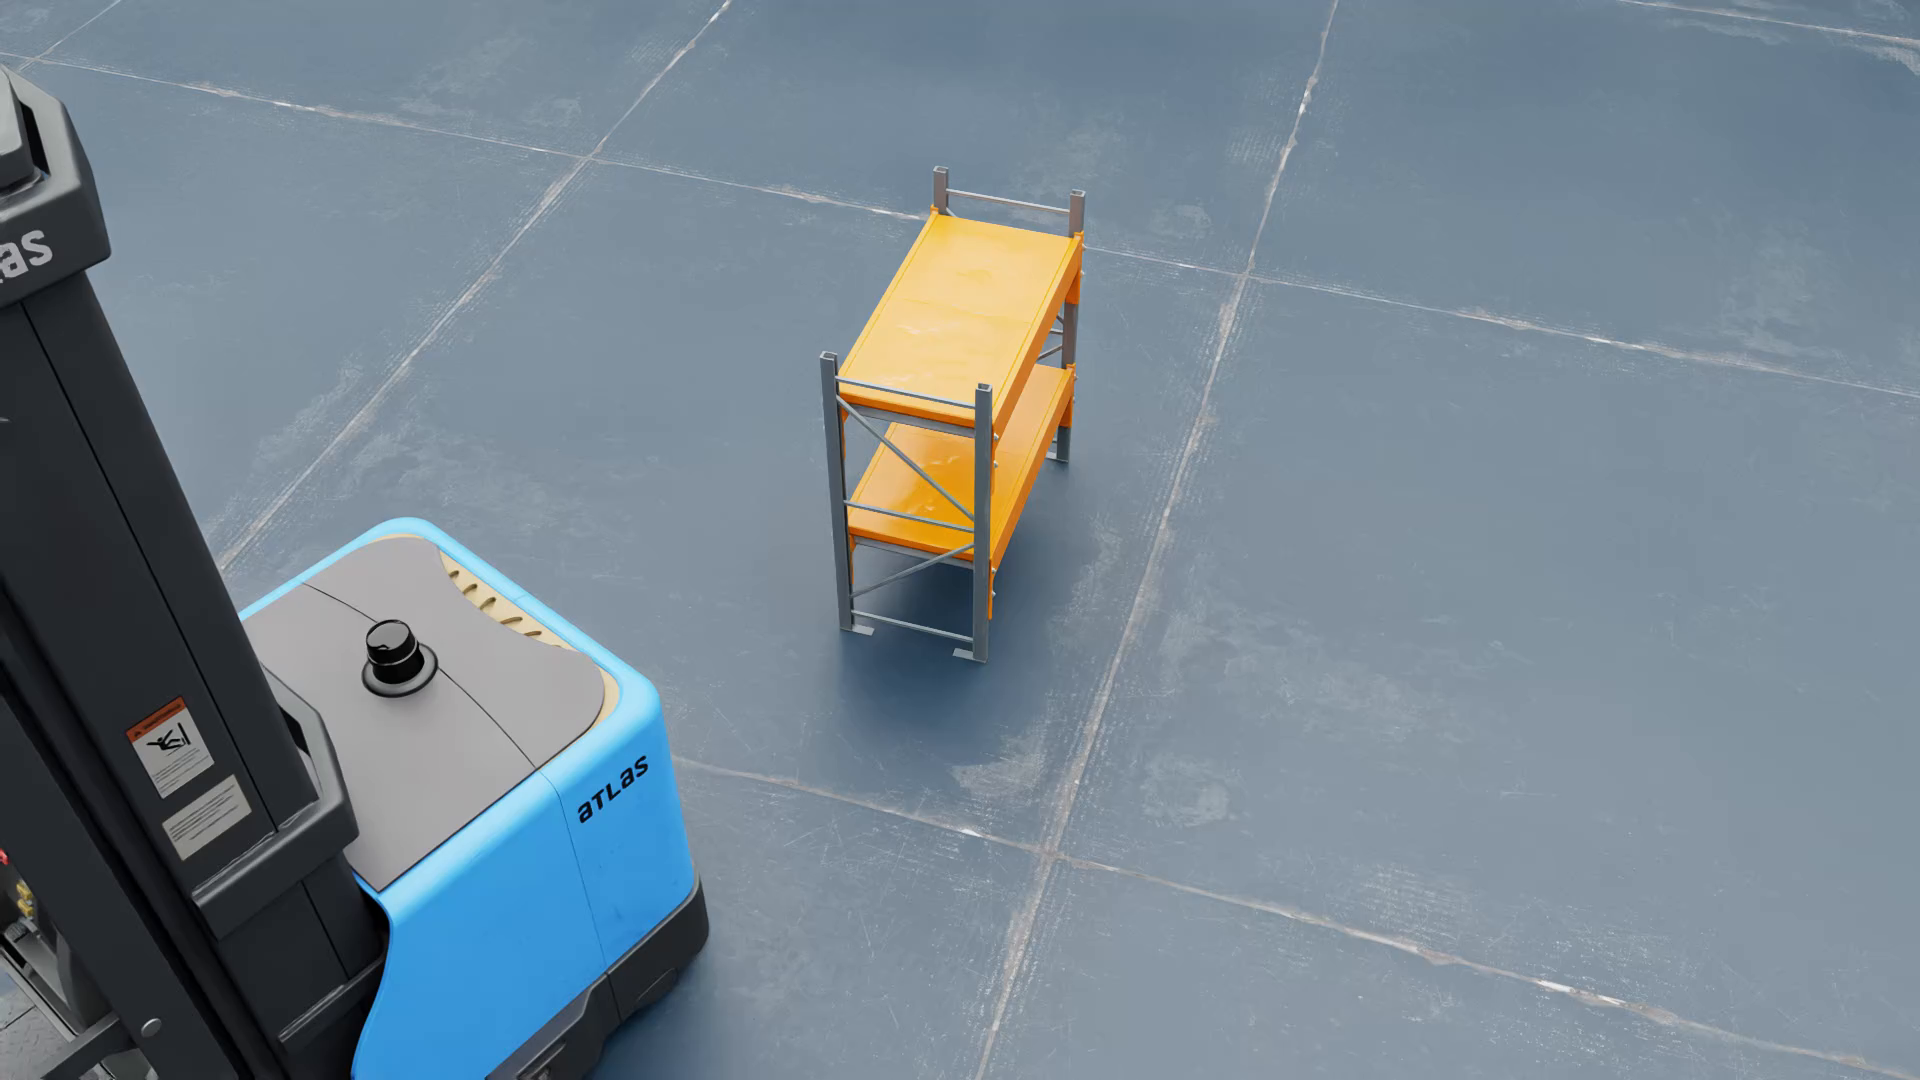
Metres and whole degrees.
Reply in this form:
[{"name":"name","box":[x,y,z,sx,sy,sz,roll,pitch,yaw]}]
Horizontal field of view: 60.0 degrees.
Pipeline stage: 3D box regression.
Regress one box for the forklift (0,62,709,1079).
[{"name":"forklift","box":[-2.019,0.641,3.000,1.130,2.935,3.031,30,52,27]}]

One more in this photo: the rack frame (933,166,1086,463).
[{"name":"rack frame","box":[0.156,-0.745,5.707,0.500,1.125,0.032,13,46,13]}]

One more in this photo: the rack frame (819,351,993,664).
[{"name":"rack frame","box":[-0.152,-0.068,5.015,0.500,1.125,0.032,13,46,13]}]

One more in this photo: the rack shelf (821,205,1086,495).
[{"name":"rack shelf","box":[0.002,-0.616,5.156,0.538,0.278,1.000,13,46,13]}]

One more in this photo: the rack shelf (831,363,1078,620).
[{"name":"rack shelf","box":[0.002,-0.232,5.532,0.538,0.278,1.000,13,46,13]}]

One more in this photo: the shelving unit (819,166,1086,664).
[{"name":"shelving unit","box":[0.002,-0.407,5.361,0.538,1.125,1.048,13,46,13]}]
